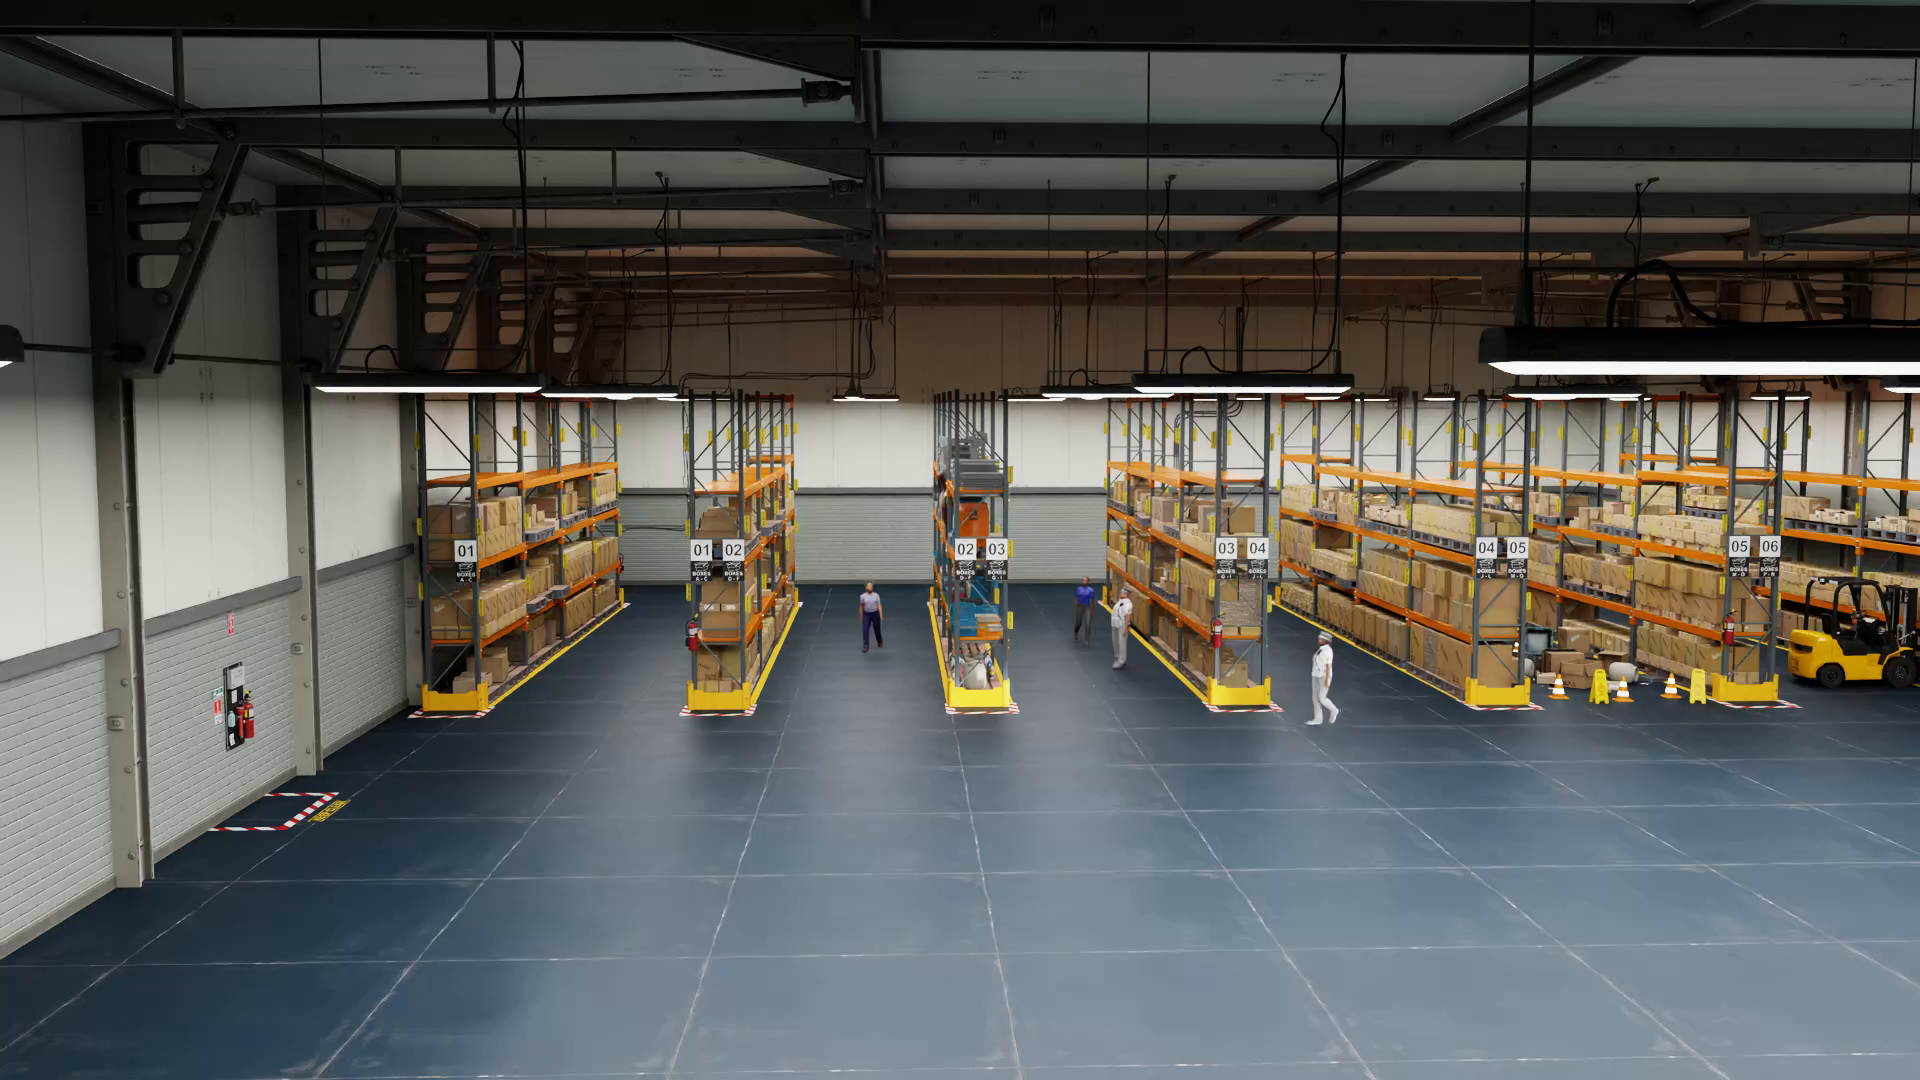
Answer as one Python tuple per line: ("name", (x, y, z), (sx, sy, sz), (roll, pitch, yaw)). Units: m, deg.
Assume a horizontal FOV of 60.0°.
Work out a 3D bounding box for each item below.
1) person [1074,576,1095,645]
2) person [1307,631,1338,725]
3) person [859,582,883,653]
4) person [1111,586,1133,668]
("person", (2.975, 1.661, 39.749), (0.490, 1.620, 0.645), (0, 5, -3))
("person", (6.481, 2.455, 29.631), (0.515, 1.681, 0.457), (-3, 5, -30))
("person", (-2.050, 1.775, 38.404), (0.576, 1.592, 0.933), (1, 5, 6))
("person", (3.469, 1.894, 36.266), (0.618, 1.764, 0.547), (-4, 6, -42))
